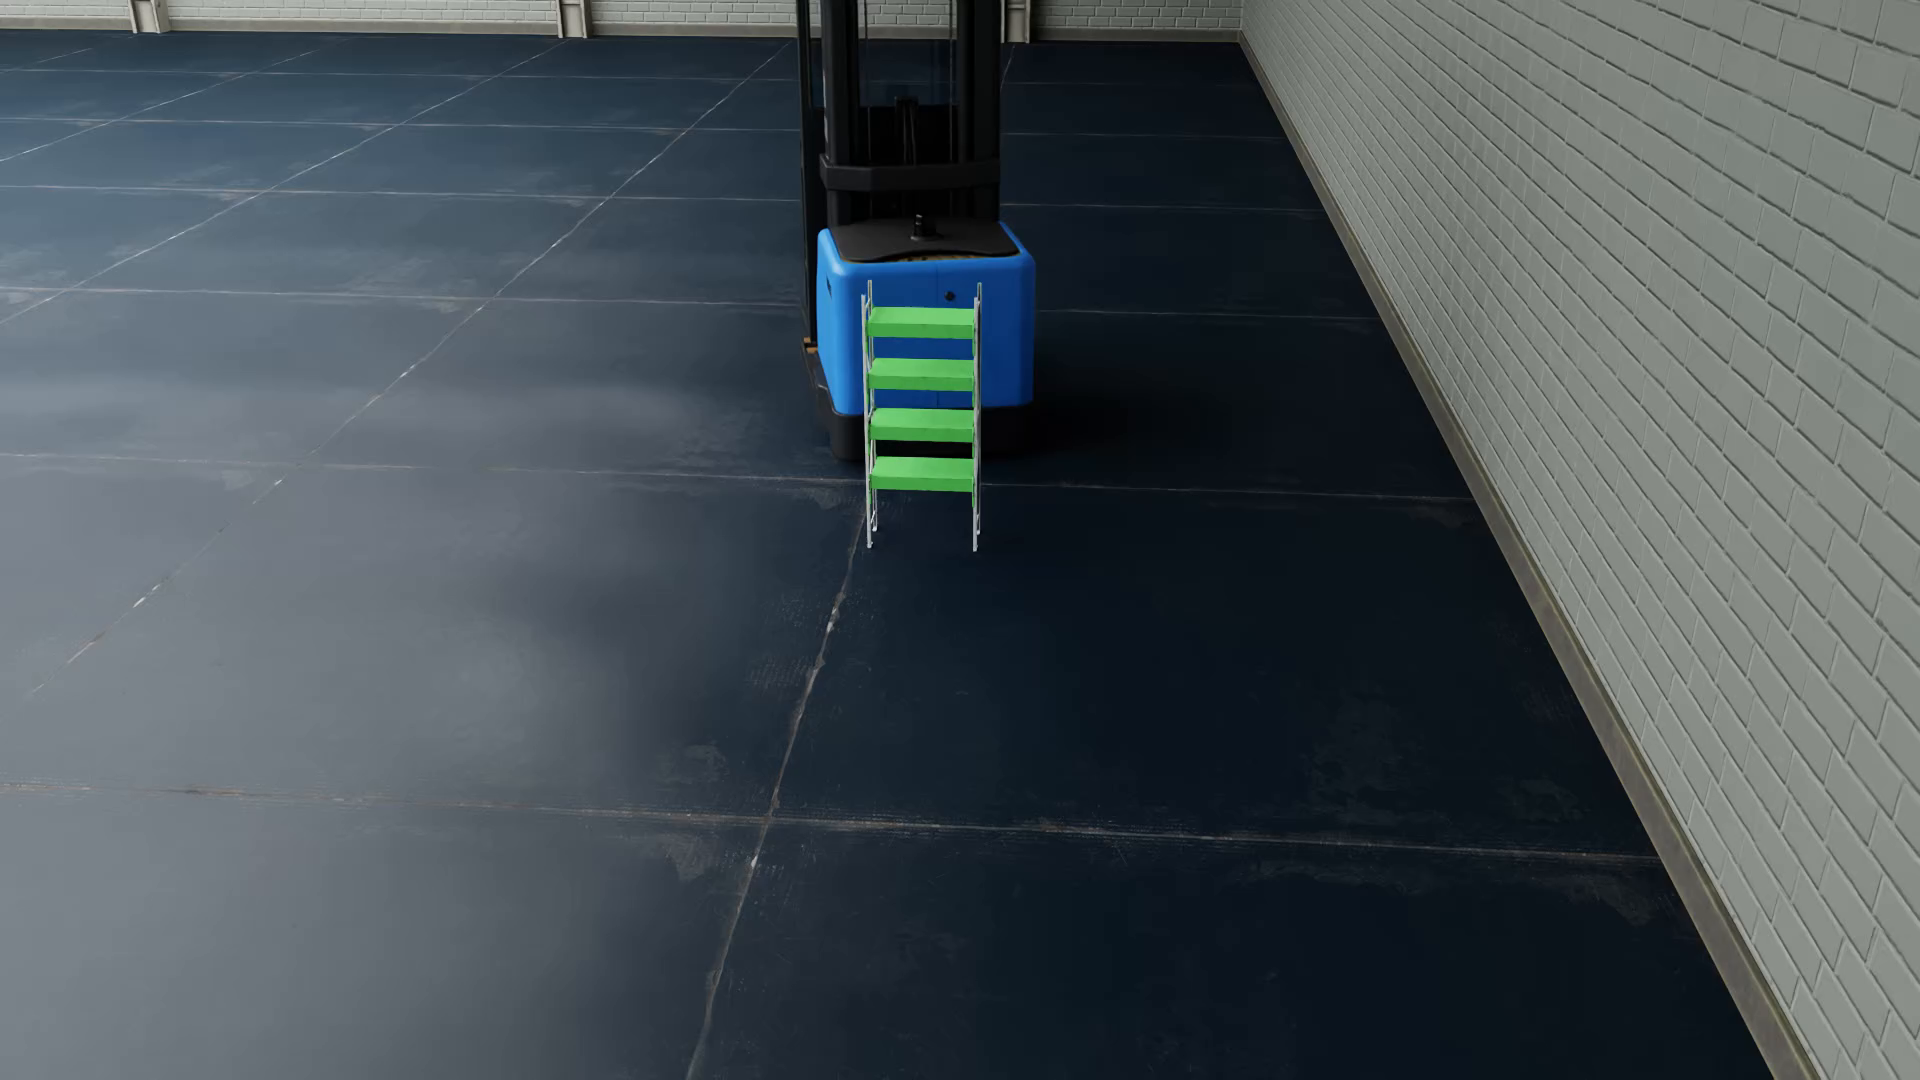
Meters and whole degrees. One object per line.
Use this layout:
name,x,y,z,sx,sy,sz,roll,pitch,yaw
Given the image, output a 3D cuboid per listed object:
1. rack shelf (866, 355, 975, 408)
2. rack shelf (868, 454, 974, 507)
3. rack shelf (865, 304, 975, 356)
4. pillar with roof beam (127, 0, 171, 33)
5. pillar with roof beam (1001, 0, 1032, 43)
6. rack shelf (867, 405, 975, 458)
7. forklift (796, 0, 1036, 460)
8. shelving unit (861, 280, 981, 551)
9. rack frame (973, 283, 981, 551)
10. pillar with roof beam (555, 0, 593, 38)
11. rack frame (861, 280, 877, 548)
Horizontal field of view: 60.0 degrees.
rack shelf,-0.165,-0.710,7.437,0.480,0.148,0.258,2,25,4
rack shelf,-0.165,-0.274,7.638,0.480,0.148,0.258,2,25,4
rack shelf,-0.165,-0.928,7.337,0.480,0.148,0.258,2,25,4
pillar with roof beam,-11.550,-9.360,17.326,0.400,9.000,9.100,2,25,4
pillar with roof beam,0.415,-8.976,16.492,0.400,9.000,9.100,2,25,4
rack shelf,-0.165,-0.492,7.537,0.480,0.148,0.258,2,25,4
forklift,-0.365,-2.325,9.297,1.130,2.935,3.031,-4,25,-9
shelving unit,-0.165,-0.550,7.511,0.503,1.200,0.258,2,25,4
rack frame,0.078,-0.543,7.494,0.015,1.200,0.240,2,25,4
pillar with roof beam,-5.568,-9.168,16.909,0.400,9.000,9.100,2,25,4
rack frame,-0.408,-0.558,7.528,0.015,1.200,0.240,2,25,4
